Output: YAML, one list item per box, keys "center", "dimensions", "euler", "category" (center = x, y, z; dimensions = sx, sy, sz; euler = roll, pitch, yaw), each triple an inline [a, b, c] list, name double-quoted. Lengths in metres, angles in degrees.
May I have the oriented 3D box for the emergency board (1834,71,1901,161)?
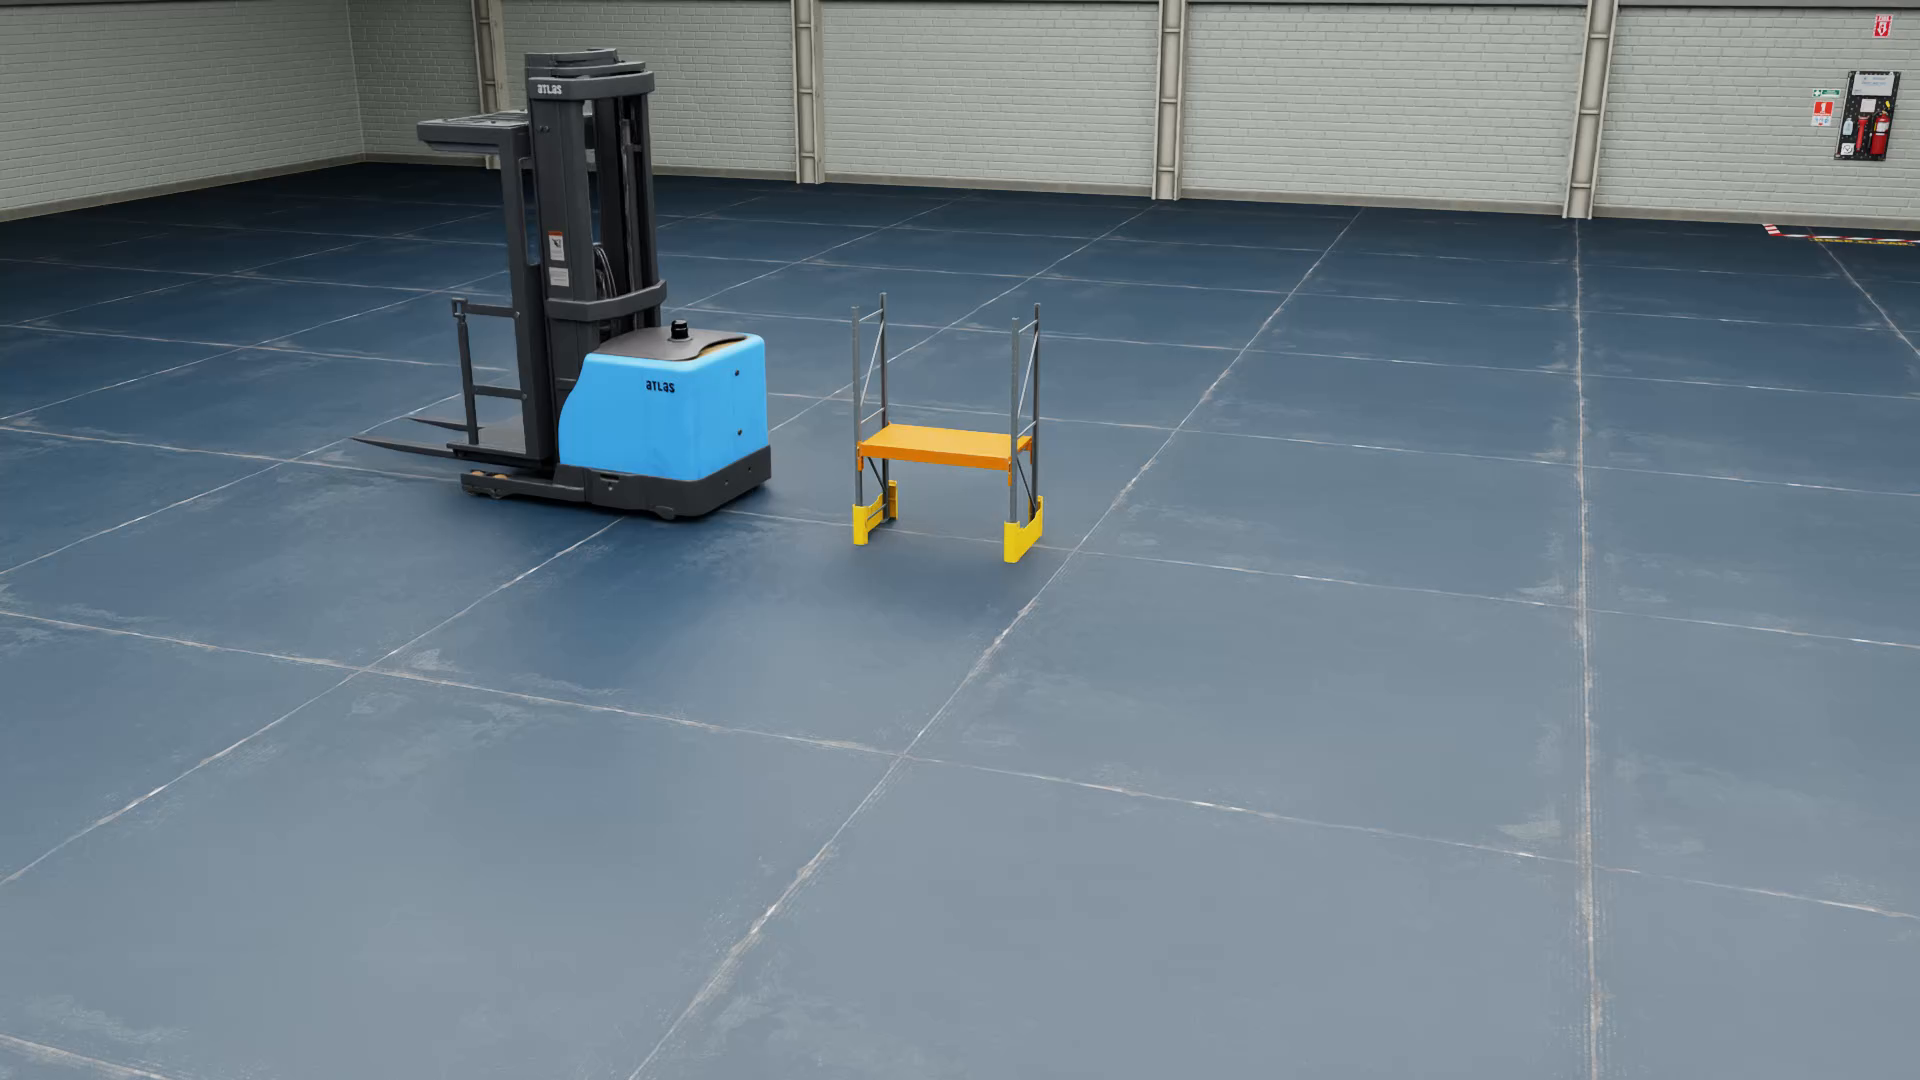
- center: [12.209, -5.688, 22.337]
  dimensions: [0.643, 1.169, 0.194]
  euler: [7, 20, 18]
  category: "emergency board"

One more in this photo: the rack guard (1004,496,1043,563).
- center: [0.398, -0.072, 10.404]
  dimensions: [0.087, 0.250, 0.587]
  euler: [7, 20, 18]
  category: "rack guard"

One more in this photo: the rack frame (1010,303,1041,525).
- center: [0.400, -0.663, 10.198]
  dimensions: [0.032, 1.500, 0.500]
  euler: [7, 20, 18]
  category: "rack frame"

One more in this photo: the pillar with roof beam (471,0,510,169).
- center: [-9.553, -9.496, 24.147]
  dimensions: [0.400, 9.000, 9.100]
  euler: [7, 20, 18]
  category: "pillar with roof beam"

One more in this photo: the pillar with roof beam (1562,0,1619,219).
- center: [7.450, -7.552, 18.569]
  dimensions: [0.400, 9.000, 9.100]
  euler: [7, 20, 18]
  category: "pillar with roof beam"

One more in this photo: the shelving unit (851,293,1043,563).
- center: [-0.072, -0.716, 10.353]
  dimensions: [1.083, 1.500, 0.587]
  euler: [7, 20, 18]
  category: "shelving unit"

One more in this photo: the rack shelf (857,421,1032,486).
- center: [-0.081, -0.548, 10.415]
  dimensions: [1.000, 0.185, 0.538]
  euler: [7, 20, 18]
  category: "rack shelf"

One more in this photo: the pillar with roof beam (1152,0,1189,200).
- center: [1.782, -8.200, 20.428]
  dimensions: [0.400, 9.000, 9.100]
  euler: [7, 20, 18]
  category: "pillar with roof beam"

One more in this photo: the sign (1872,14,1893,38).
- center: [12.234, -6.815, 22.047]
  dimensions: [0.199, 0.298, 0.001]
  euler: [7, 20, 18]
  category: "sign"

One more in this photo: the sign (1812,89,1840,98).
- center: [11.722, -6.044, 22.498]
  dimensions: [0.331, 0.109, 0.001]
  euler: [7, 20, 18]
  category: "sign"

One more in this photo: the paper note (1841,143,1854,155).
- center: [12.064, -5.313, 22.598]
  dimensions: [0.142, 0.148, 0.016]
  euler: [7, 20, 18]
  category: "paper note"

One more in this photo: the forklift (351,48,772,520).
- center: [-2.881, -1.814, 11.328]
  dimensions: [3.031, 2.935, 1.130]
  euler: [8, 21, 22]
  category: "forklift"

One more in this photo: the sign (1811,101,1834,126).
- center: [11.720, -5.797, 22.594]
  dimensions: [0.234, 0.329, 0.001]
  euler: [7, 20, 18]
  category: "sign"

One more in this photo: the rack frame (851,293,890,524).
- center: [-0.561, -0.772, 10.513]
  dimensions: [0.032, 1.500, 0.500]
  euler: [7, 20, 18]
  category: "rack frame"

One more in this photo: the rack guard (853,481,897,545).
- center: [-0.542, -0.180, 10.713]
  dimensions: [0.087, 0.250, 0.587]
  euler: [7, 20, 18]
  category: "rack guard"

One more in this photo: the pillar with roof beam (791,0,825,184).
- center: [-3.885, -8.848, 22.288]
  dimensions: [0.400, 9.000, 9.100]
  euler: [7, 20, 18]
  category: "pillar with roof beam"
